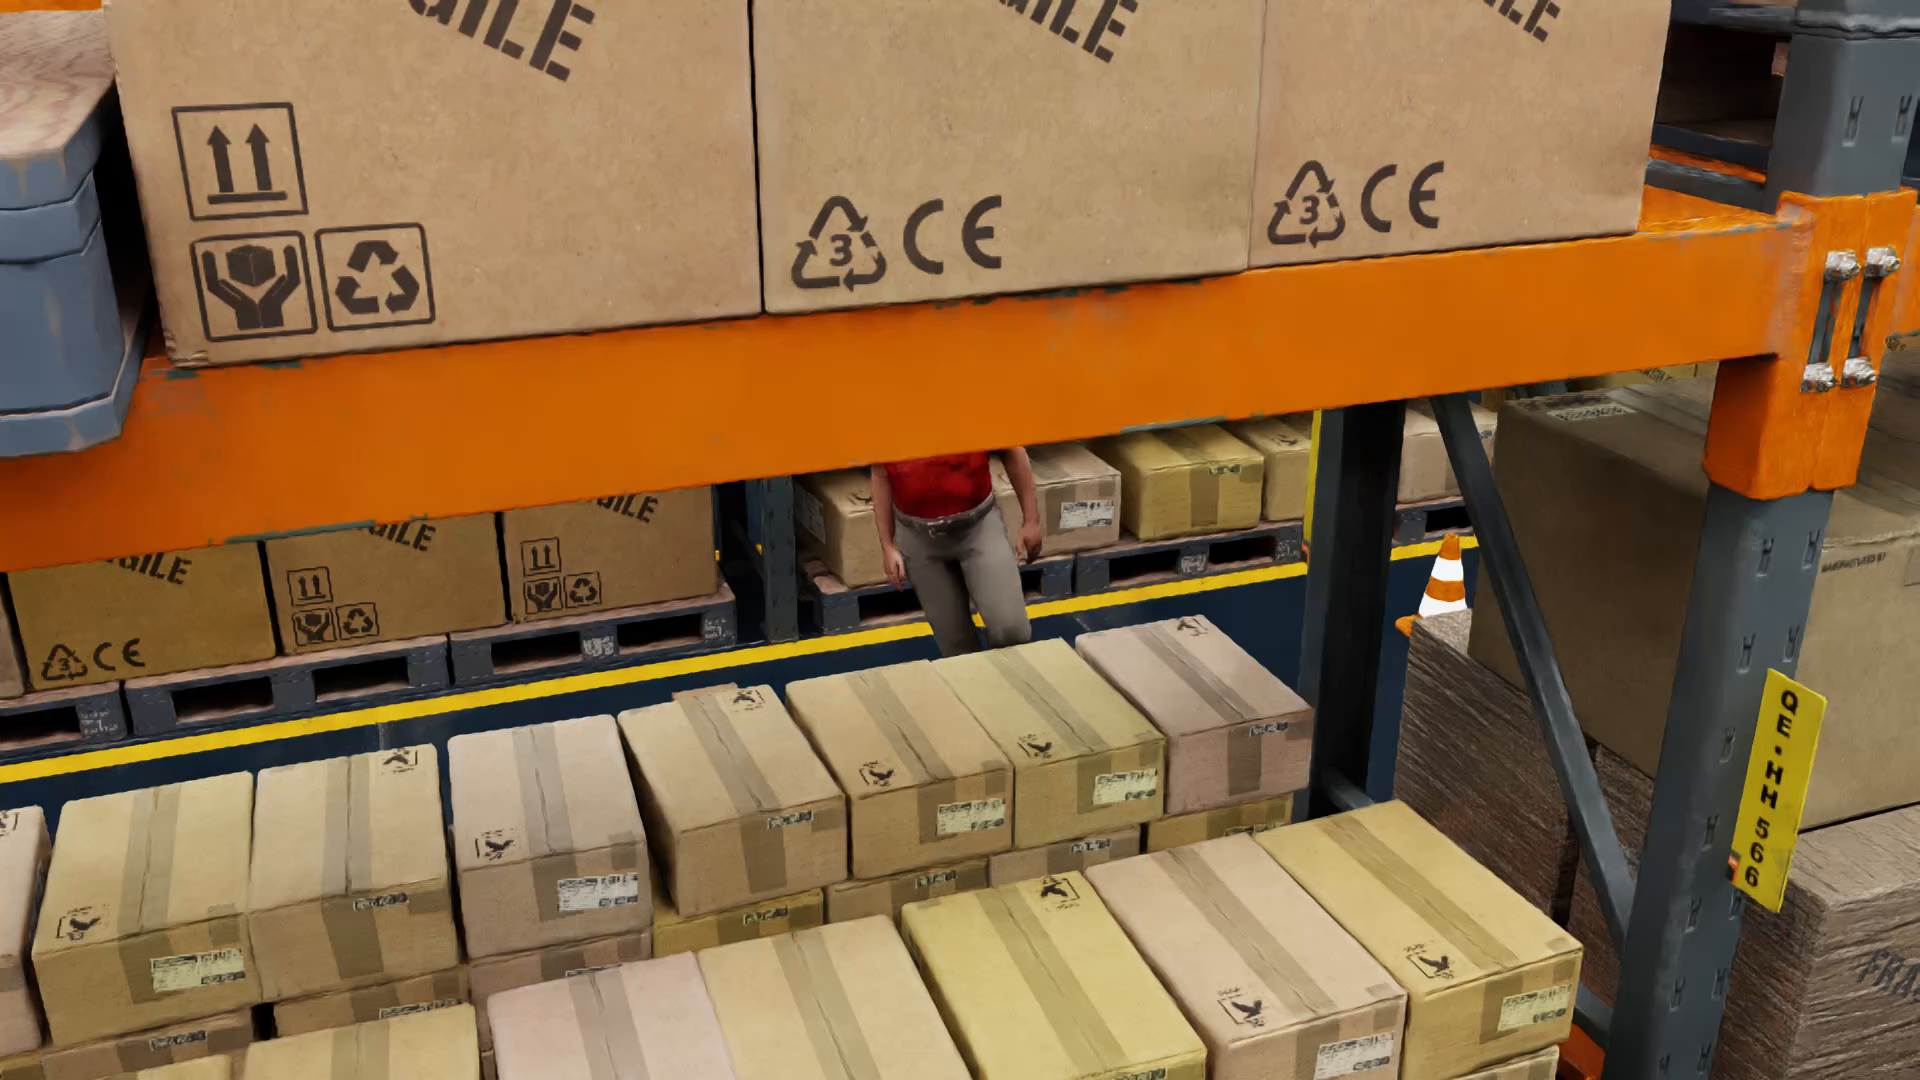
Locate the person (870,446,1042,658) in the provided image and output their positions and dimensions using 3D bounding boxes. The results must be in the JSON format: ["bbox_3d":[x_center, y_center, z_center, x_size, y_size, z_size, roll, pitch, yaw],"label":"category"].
[{"bbox_3d":[-0.021,-0.011,6.167,0.655,1.685,0.610,1,22,2],"label":"person"}]
